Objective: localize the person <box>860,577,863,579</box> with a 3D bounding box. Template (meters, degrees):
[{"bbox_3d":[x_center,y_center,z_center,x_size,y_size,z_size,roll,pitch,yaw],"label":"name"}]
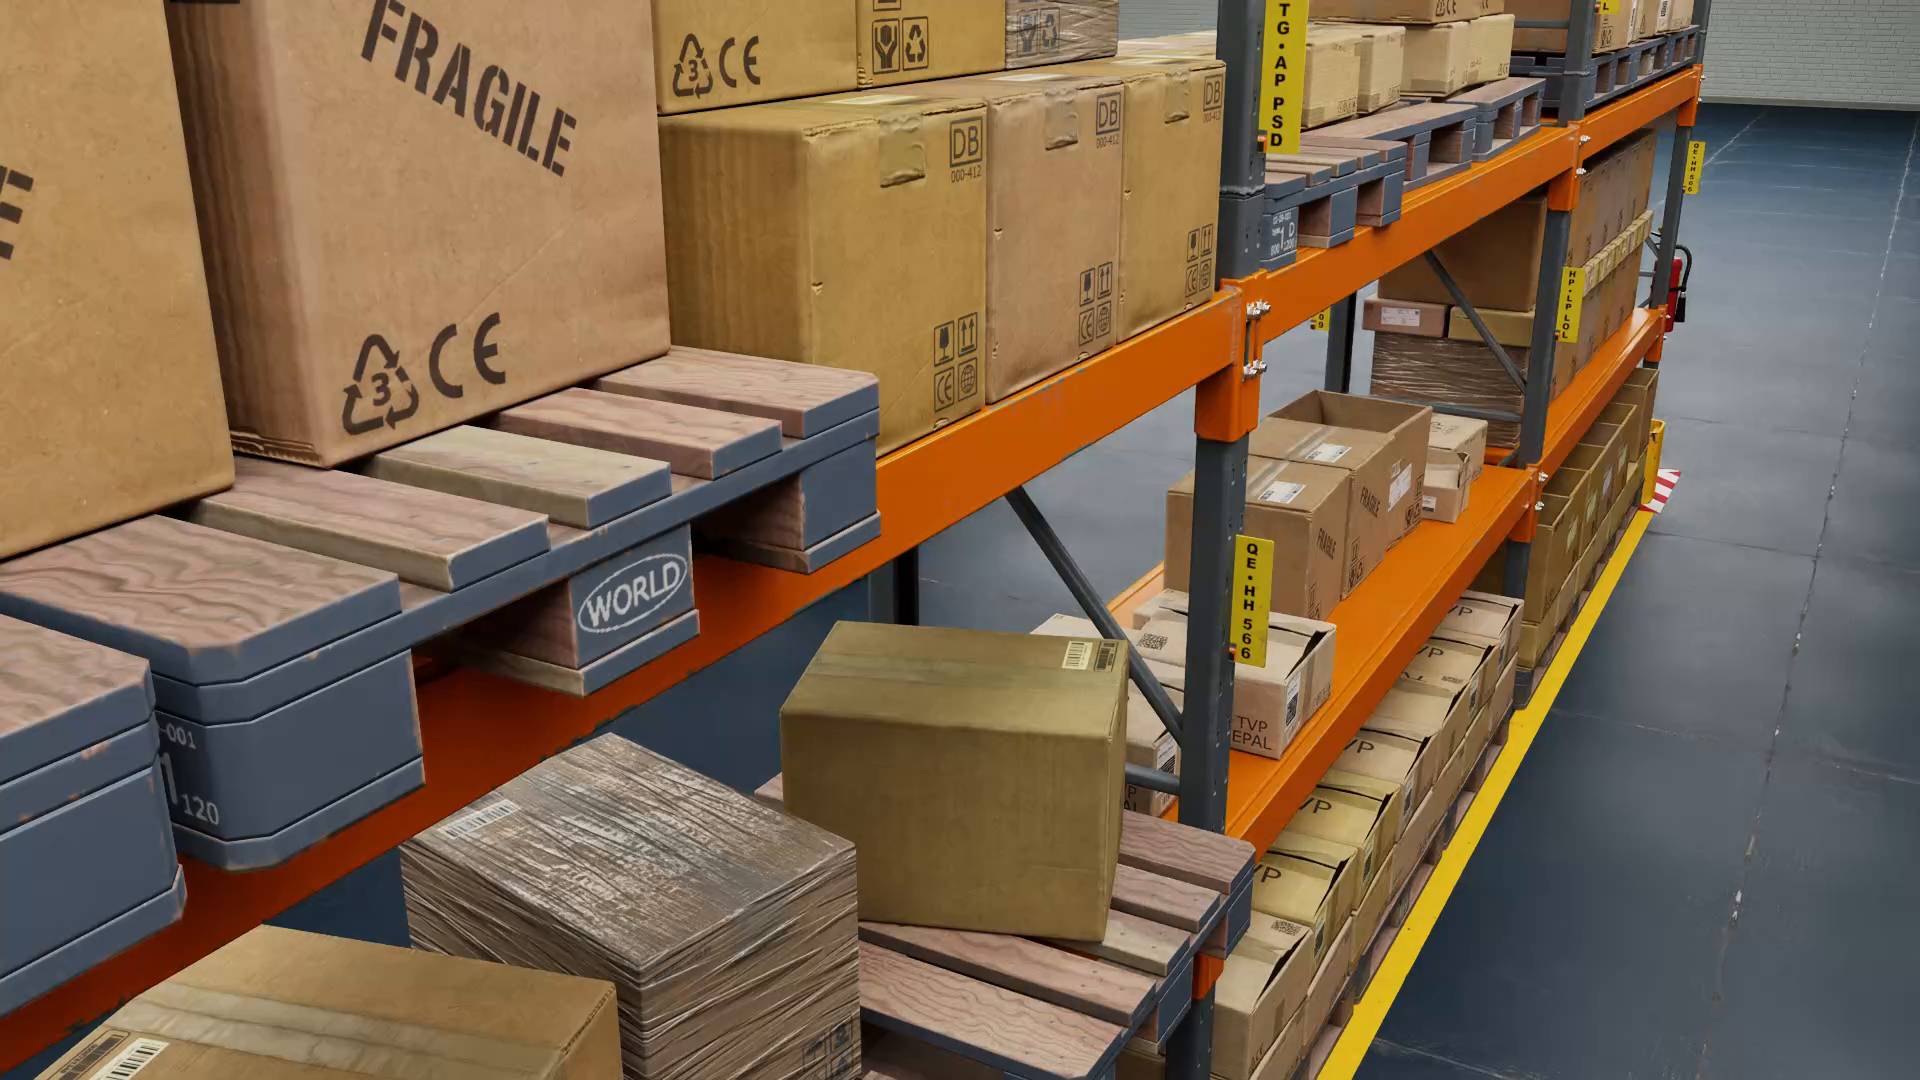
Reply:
[{"bbox_3d":[-0.666,-0.276,9.820,0.412,0.947,0.866,10,22,25],"label":"person"}]
